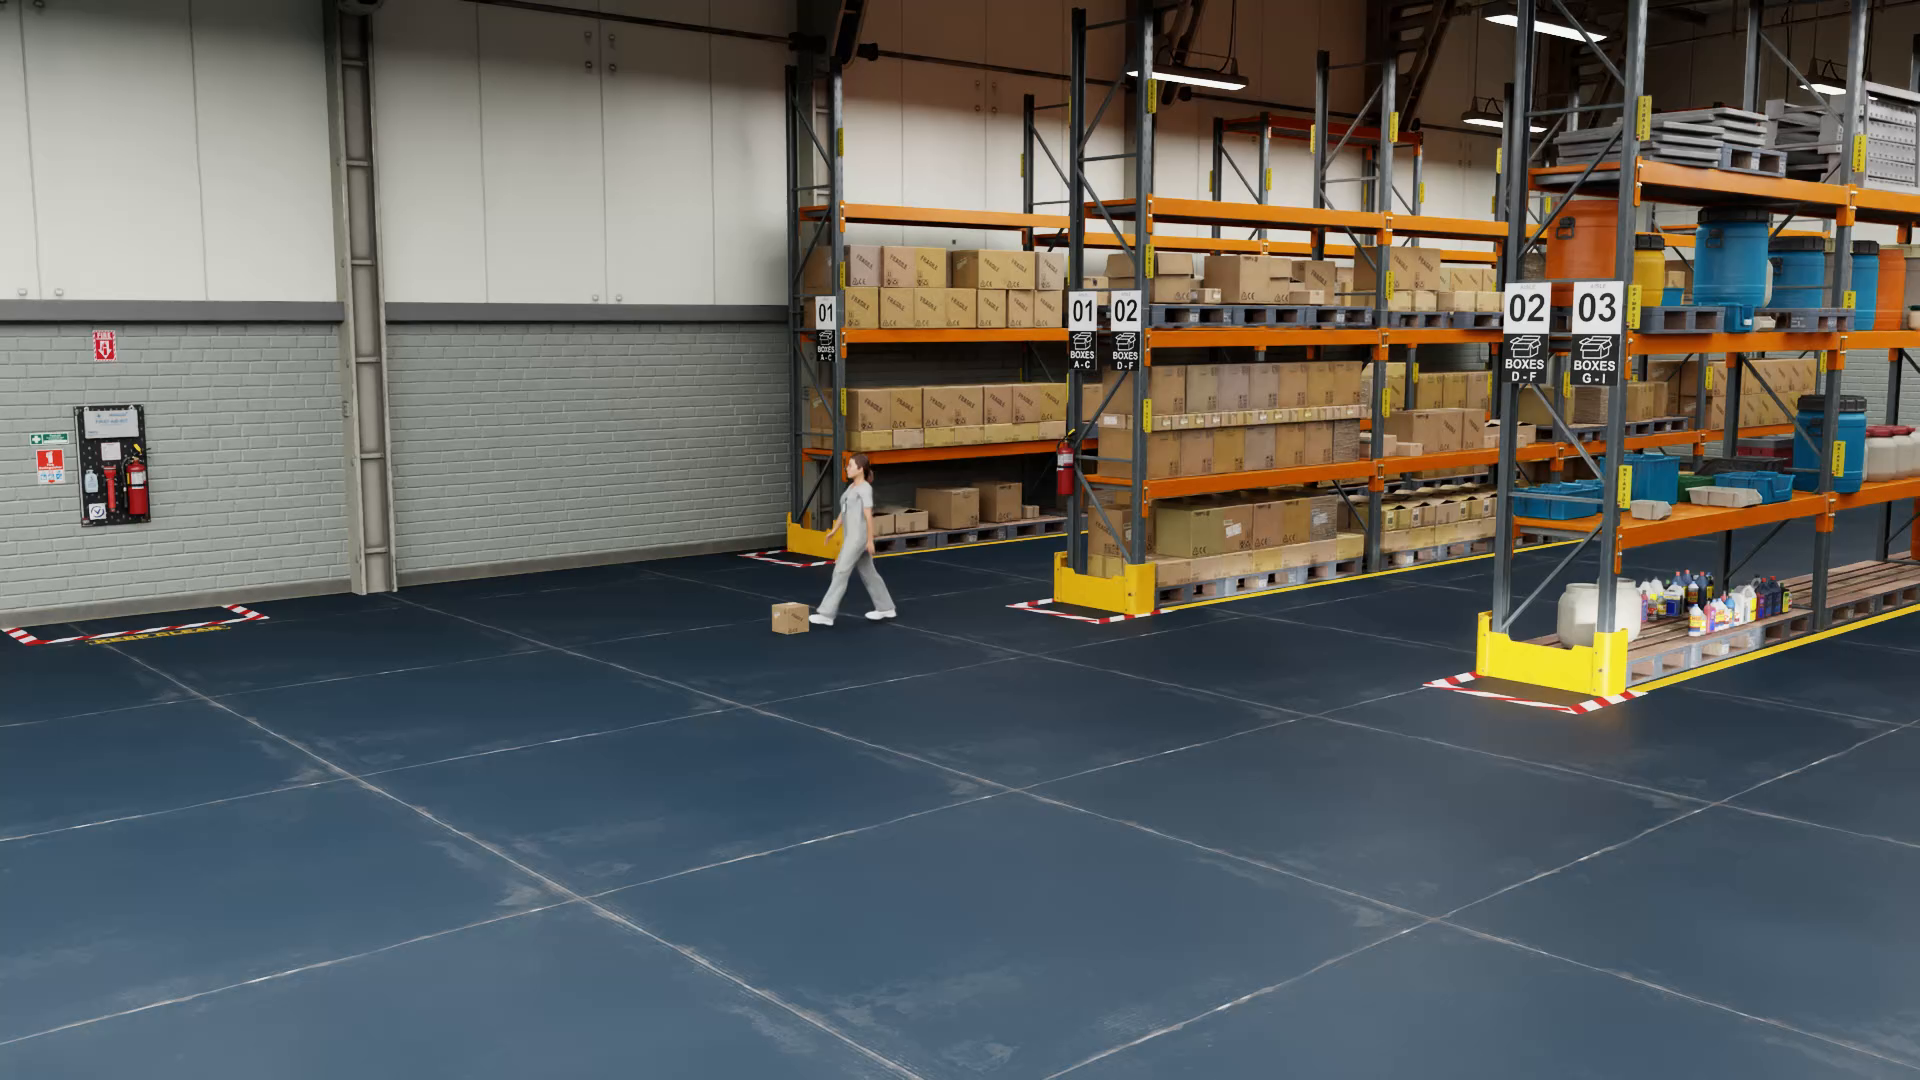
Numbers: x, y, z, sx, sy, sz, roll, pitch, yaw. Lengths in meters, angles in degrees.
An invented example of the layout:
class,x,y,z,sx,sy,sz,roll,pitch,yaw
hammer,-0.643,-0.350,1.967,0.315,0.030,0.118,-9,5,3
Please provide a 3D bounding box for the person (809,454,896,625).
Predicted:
class,x,y,z,sx,sy,sz,roll,pitch,yaw
person,-1.068,-0.018,15.918,0.961,1.613,0.469,-2,8,-17
